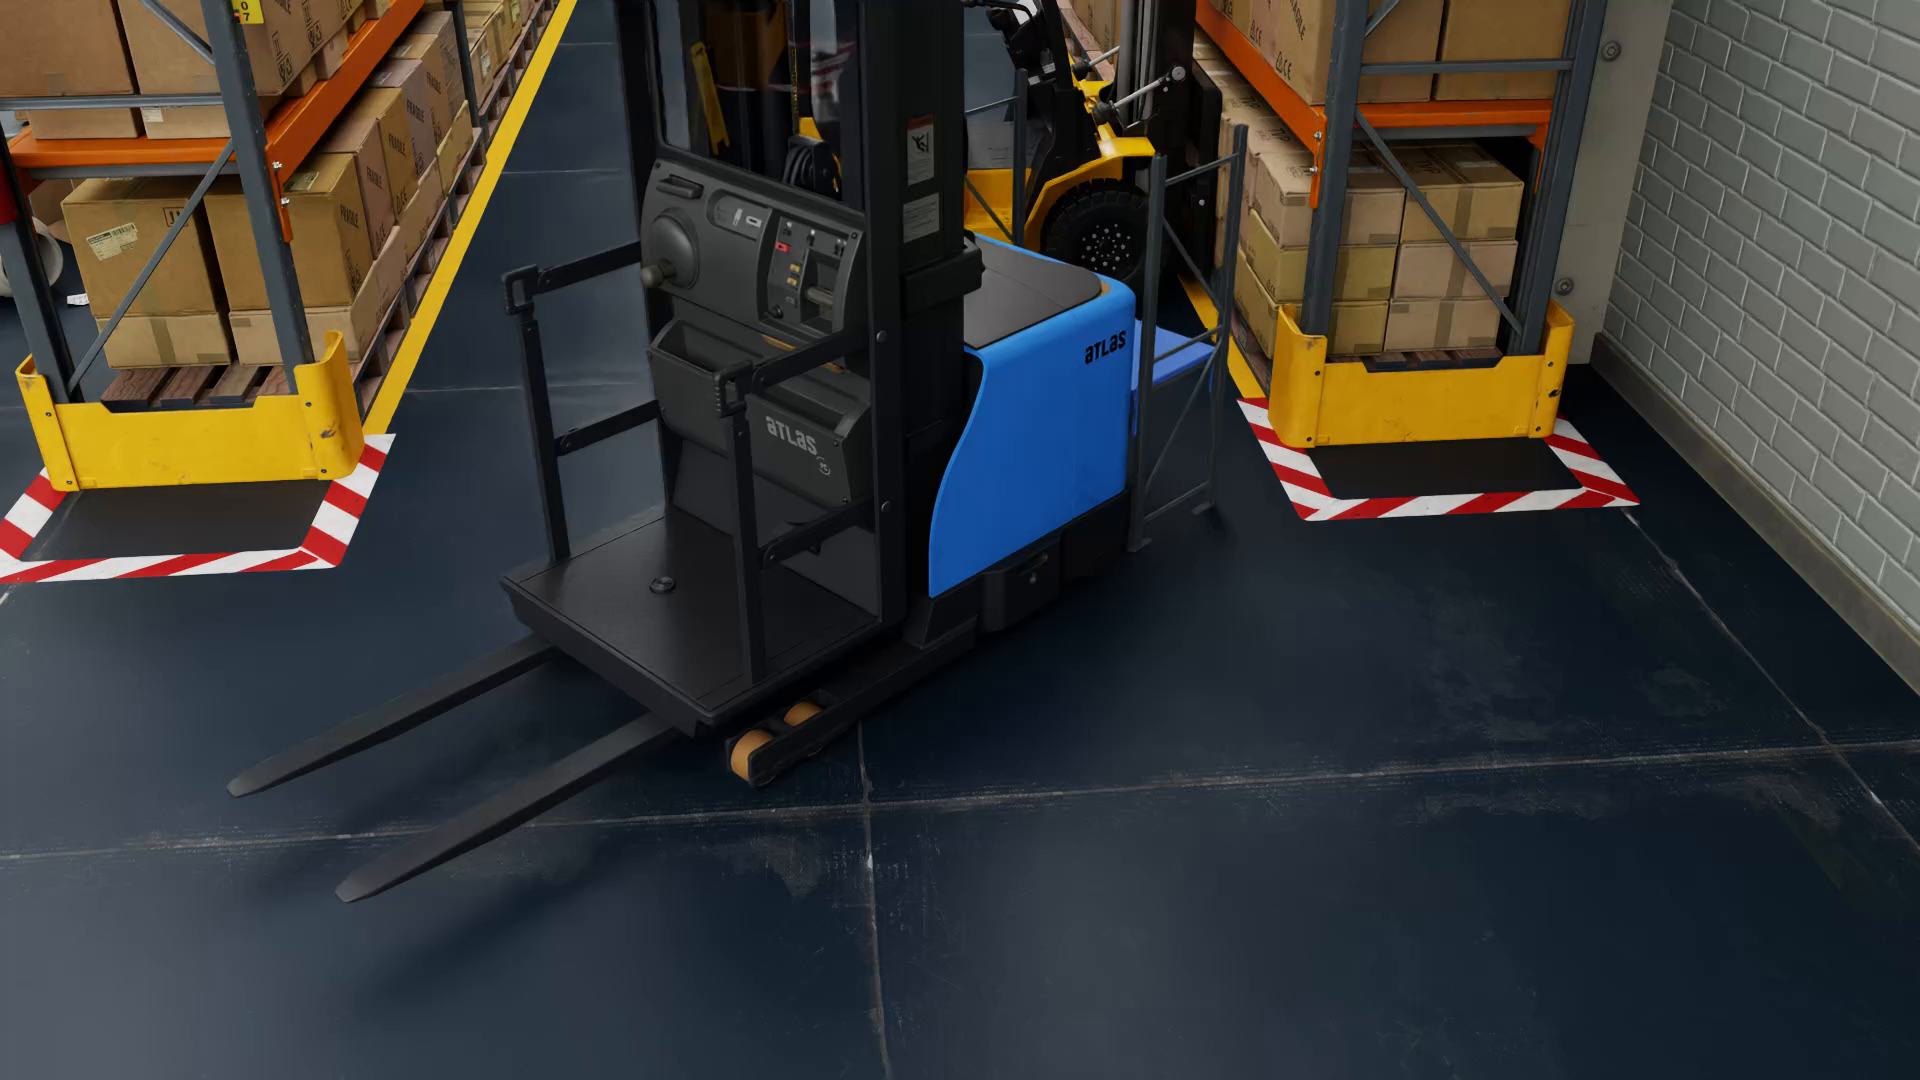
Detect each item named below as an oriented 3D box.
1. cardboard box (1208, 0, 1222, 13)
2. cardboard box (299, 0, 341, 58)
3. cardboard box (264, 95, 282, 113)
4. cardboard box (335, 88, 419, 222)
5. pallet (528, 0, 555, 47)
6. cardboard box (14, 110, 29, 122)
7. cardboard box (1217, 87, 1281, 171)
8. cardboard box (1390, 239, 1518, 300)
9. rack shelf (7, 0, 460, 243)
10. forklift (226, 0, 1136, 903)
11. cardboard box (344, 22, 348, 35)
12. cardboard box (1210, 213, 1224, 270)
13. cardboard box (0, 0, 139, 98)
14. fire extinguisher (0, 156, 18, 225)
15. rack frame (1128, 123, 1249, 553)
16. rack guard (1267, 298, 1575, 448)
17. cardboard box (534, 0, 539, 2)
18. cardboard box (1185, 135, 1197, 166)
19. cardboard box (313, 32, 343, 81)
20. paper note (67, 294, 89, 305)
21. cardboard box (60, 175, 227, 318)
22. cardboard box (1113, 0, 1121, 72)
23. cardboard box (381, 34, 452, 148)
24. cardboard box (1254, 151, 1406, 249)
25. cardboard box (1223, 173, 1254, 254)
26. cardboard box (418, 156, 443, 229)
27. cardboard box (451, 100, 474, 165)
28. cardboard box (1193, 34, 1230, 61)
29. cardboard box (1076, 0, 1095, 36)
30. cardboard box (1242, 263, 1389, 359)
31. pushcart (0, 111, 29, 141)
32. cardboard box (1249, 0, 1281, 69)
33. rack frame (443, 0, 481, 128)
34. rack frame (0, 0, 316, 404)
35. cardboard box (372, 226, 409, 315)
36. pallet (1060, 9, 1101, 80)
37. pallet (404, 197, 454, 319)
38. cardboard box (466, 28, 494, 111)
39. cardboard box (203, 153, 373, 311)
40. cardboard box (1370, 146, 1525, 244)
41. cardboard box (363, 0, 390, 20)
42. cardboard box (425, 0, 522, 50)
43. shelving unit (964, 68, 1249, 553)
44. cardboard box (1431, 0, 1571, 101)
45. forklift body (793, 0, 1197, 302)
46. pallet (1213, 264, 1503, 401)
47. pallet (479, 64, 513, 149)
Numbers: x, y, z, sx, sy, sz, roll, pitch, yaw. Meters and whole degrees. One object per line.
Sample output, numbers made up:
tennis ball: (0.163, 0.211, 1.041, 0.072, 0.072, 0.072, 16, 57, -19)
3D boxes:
cardboard box: (1.456, -2.858, 8.013, 0.500, 0.500, 0.500, -3, 31, -4)
cardboard box: (-2.853, -2.244, 6.694, 0.500, 0.500, 0.500, -2, 31, -3)
cardboard box: (-2.897, -1.758, 6.513, 0.380, 0.149, 0.250, -2, 31, -4)
cardboard box: (-2.928, -1.836, 7.939, 0.500, 0.500, 0.500, -2, 31, -4)
pallet: (-3.709, -4.042, 12.812, 1.003, 0.211, 1.213, -3, 31, -5)
cardboard box: (-5.176, -2.748, 9.624, 0.500, 0.500, 0.500, -3, 31, -5)
cardboard box: (1.444, -1.960, 7.904, 0.500, 0.250, 0.500, -2, 31, -4)
cardboard box: (2.071, -1.258, 7.216, 0.500, 0.250, 0.500, -2, 31, -4)
rack shelf: (-3.220, -2.266, 7.820, 1.077, 0.370, 4.000, -3, 31, -5)
forklift: (-0.771, -0.817, 4.759, 1.130, 2.935, 3.031, 26, 40, 36)
cardboard box: (-2.961, -2.291, 7.406, 0.380, 0.149, 0.250, -2, 31, -3)
cardboard box: (1.475, -1.528, 8.156, 0.500, 0.250, 0.500, -2, 31, -4)
cardboard box: (-3.358, -1.988, 6.266, 0.500, 0.500, 0.500, -3, 31, -5)
fire extinguisher: (-3.481, -1.440, 5.812, 0.296, 0.674, 0.183, -3, 31, -5)
rack frame: (0.809, -0.694, 5.950, 0.032, 1.500, 0.500, 26, 40, 36)
rack guard: (1.911, -0.708, 6.948, 1.175, 0.500, 0.348, -3, 31, -5)
cardboard box: (-3.738, -4.402, 12.847, 0.950, 0.372, 0.625, -5, 31, -8)
cardboard box: (1.403, -2.016, 8.485, 0.500, 0.250, 0.500, -3, 31, -5)
cardboard box: (-2.818, -2.029, 6.966, 0.380, 0.149, 0.250, -2, 31, -4)
paper note: (-4.341, -1.200, 8.230, 0.142, 0.019, 0.148, -14, 33, -22)
cardboard box: (-3.368, -1.272, 6.995, 0.500, 0.500, 0.500, -3, 31, -4)
cardboard box: (1.475, -3.263, 10.693, 0.875, 0.625, 0.625, -1, 31, -2)
cardboard box: (-3.035, -2.369, 8.832, 0.500, 0.500, 0.500, -2, 31, -4)
cardboard box: (1.555, -1.443, 7.037, 0.500, 0.250, 0.500, -2, 31, -3)
cardboard box: (1.516, -1.498, 7.618, 0.500, 0.250, 0.500, -3, 31, -5)
cardboard box: (-2.981, -1.776, 8.570, 0.500, 0.250, 0.500, -2, 31, -4)
cardboard box: (-3.084, -2.307, 9.459, 0.500, 0.250, 0.500, -1, 31, -2)
cardboard box: (1.363, -2.488, 8.787, 0.500, 0.250, 0.500, -2, 31, -3)
cardboard box: (1.338, -4.043, 12.000, 0.875, 0.625, 0.625, -4, 31, -7)
cardboard box: (1.550, -1.018, 7.301, 0.500, 0.250, 0.500, -3, 31, -4)
pushcart: (-5.672, -2.336, 9.792, 1.648, 0.377, 0.936, -14, 33, -22)
cardboard box: (1.562, -2.341, 7.146, 0.500, 0.500, 0.500, -2, 31, -3)
rack frame: (-3.407, -3.596, 9.345, 1.000, 3.000, 0.127, -3, 31, -5)
rack frame: (-3.033, -1.554, 5.926, 1.000, 3.000, 0.127, -3, 31, -5)
cardboard box: (-2.873, -1.240, 7.672, 0.500, 0.250, 0.500, -2, 31, -3)
pallet: (1.310, -3.637, 12.134, 1.003, 0.211, 1.213, -3, 31, -5)
pallet: (-3.192, -1.434, 8.444, 1.003, 0.211, 1.213, -3, 31, -5)
cardboard box: (-3.458, -2.916, 10.360, 0.950, 0.372, 0.625, -2, 31, -4)
cardboard box: (-2.836, -1.313, 7.064, 0.500, 0.500, 0.500, -4, 31, -6)
cardboard box: (2.052, -1.477, 7.095, 0.500, 0.250, 0.500, -3, 31, -5)
cardboard box: (-2.921, -2.559, 7.853, 0.380, 0.149, 0.250, -2, 31, -4)
cardboard box: (-3.596, -3.638, 11.568, 0.950, 0.372, 0.625, -2, 31, -3)
shelving unit: (0.441, -0.875, 6.252, 1.048, 1.500, 0.538, 26, 40, 36)
cardboard box: (2.139, -2.103, 6.748, 0.500, 0.500, 0.500, -2, 31, -3)
forklift body: (-0.085, -2.310, 8.020, 2.313, 2.155, 1.214, -3, 31, -5)
pallet: (1.795, -0.985, 7.693, 1.003, 0.211, 1.213, -3, 31, -5)
pallet: (-3.481, -2.796, 10.726, 1.003, 0.211, 1.213, -3, 31, -5)
